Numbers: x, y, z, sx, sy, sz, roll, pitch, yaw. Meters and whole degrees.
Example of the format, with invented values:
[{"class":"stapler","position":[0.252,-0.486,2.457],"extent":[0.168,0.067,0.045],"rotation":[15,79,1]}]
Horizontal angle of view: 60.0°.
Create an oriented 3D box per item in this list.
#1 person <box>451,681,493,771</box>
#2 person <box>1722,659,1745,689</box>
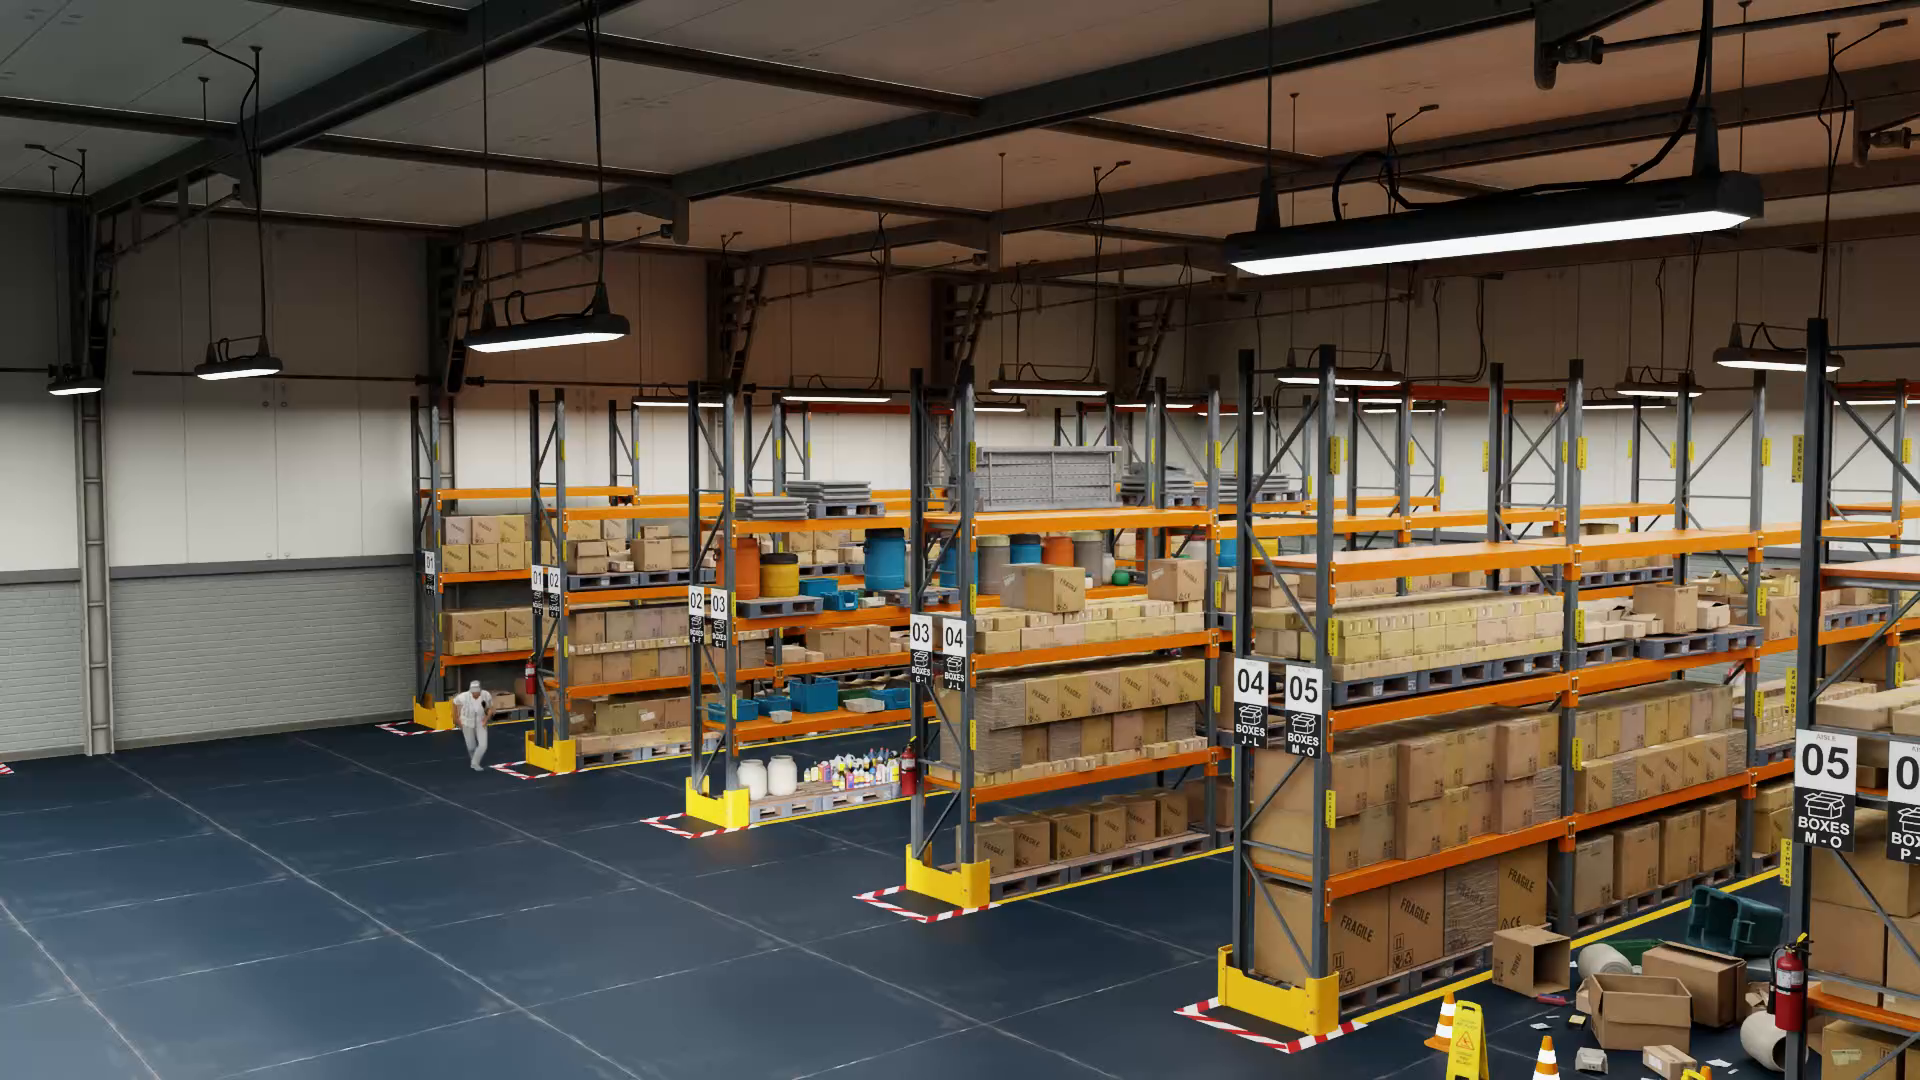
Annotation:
[{"class":"person","position":[-7.644,2.905,26.079],"extent":[0.625,1.474,0.914],"rotation":[-1,4,-22]},{"class":"person","position":[12.575,2.687,26.952],"extent":[0.619,1.740,0.608],"rotation":[3,5,43]}]
